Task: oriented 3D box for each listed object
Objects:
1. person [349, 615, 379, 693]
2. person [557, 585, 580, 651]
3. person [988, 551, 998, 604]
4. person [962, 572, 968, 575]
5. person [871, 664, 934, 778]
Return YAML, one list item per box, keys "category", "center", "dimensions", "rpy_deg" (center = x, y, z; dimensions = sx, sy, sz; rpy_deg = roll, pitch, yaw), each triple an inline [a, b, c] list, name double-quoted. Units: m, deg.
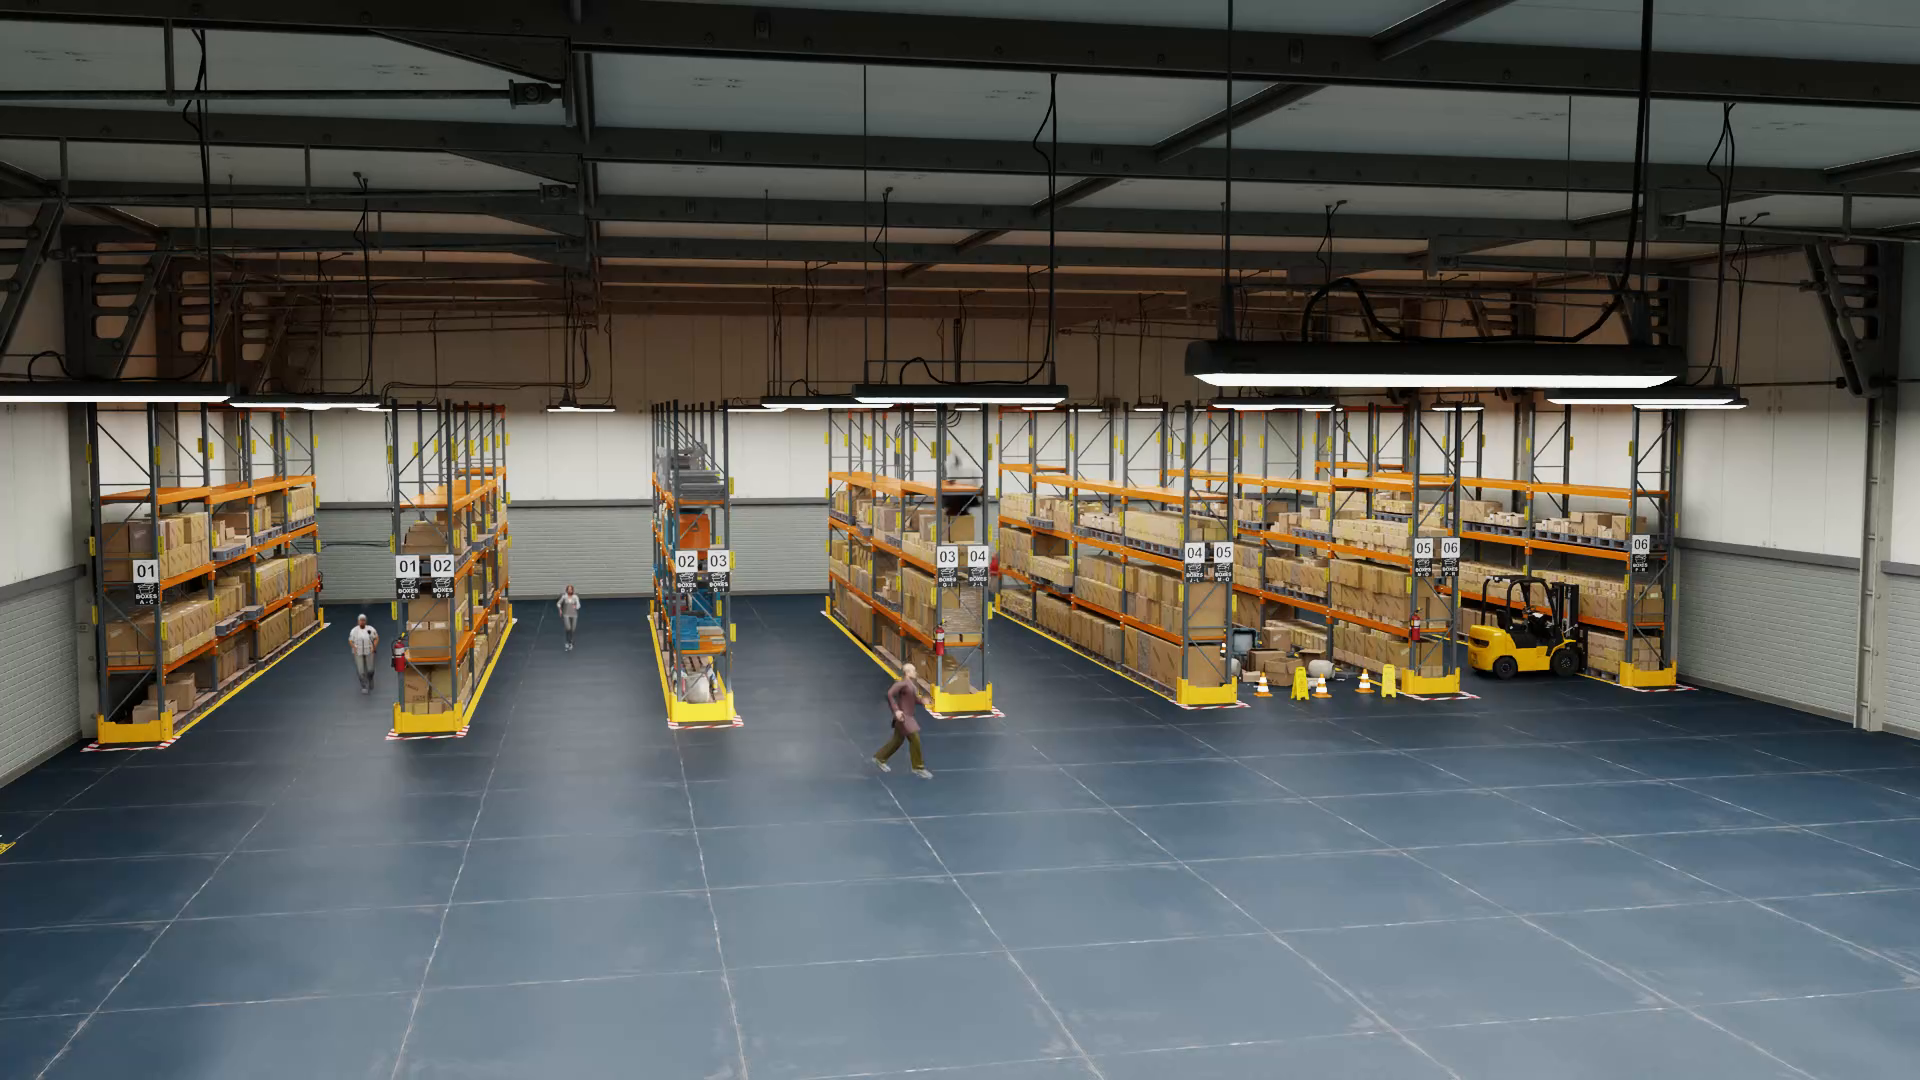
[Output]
- category: "person"
  center: [-12.223, 2.340, 34.101]
  dimensions: [0.581, 1.622, 0.536]
  rpy_deg: [-1, 5, -19]
- category: "person"
  center: [-9.450, 1.898, 40.274]
  dimensions: [0.503, 1.574, 0.666]
  rpy_deg: [-2, 5, -25]
- category: "person"
  center: [1.037, 1.132, 49.970]
  dimensions: [0.603, 1.632, 0.789]
  rpy_deg: [-1, 4, -16]
- category: "person"
  center: [0.103, 1.307, 47.245]
  dimensions: [0.724, 1.691, 0.923]
  rpy_deg: [-1, 4, -14]
- category: "person"
  center: [-0.918, 2.853, 26.301]
  dimensions: [1.026, 1.804, 0.649]
  rpy_deg: [0, 4, 6]
